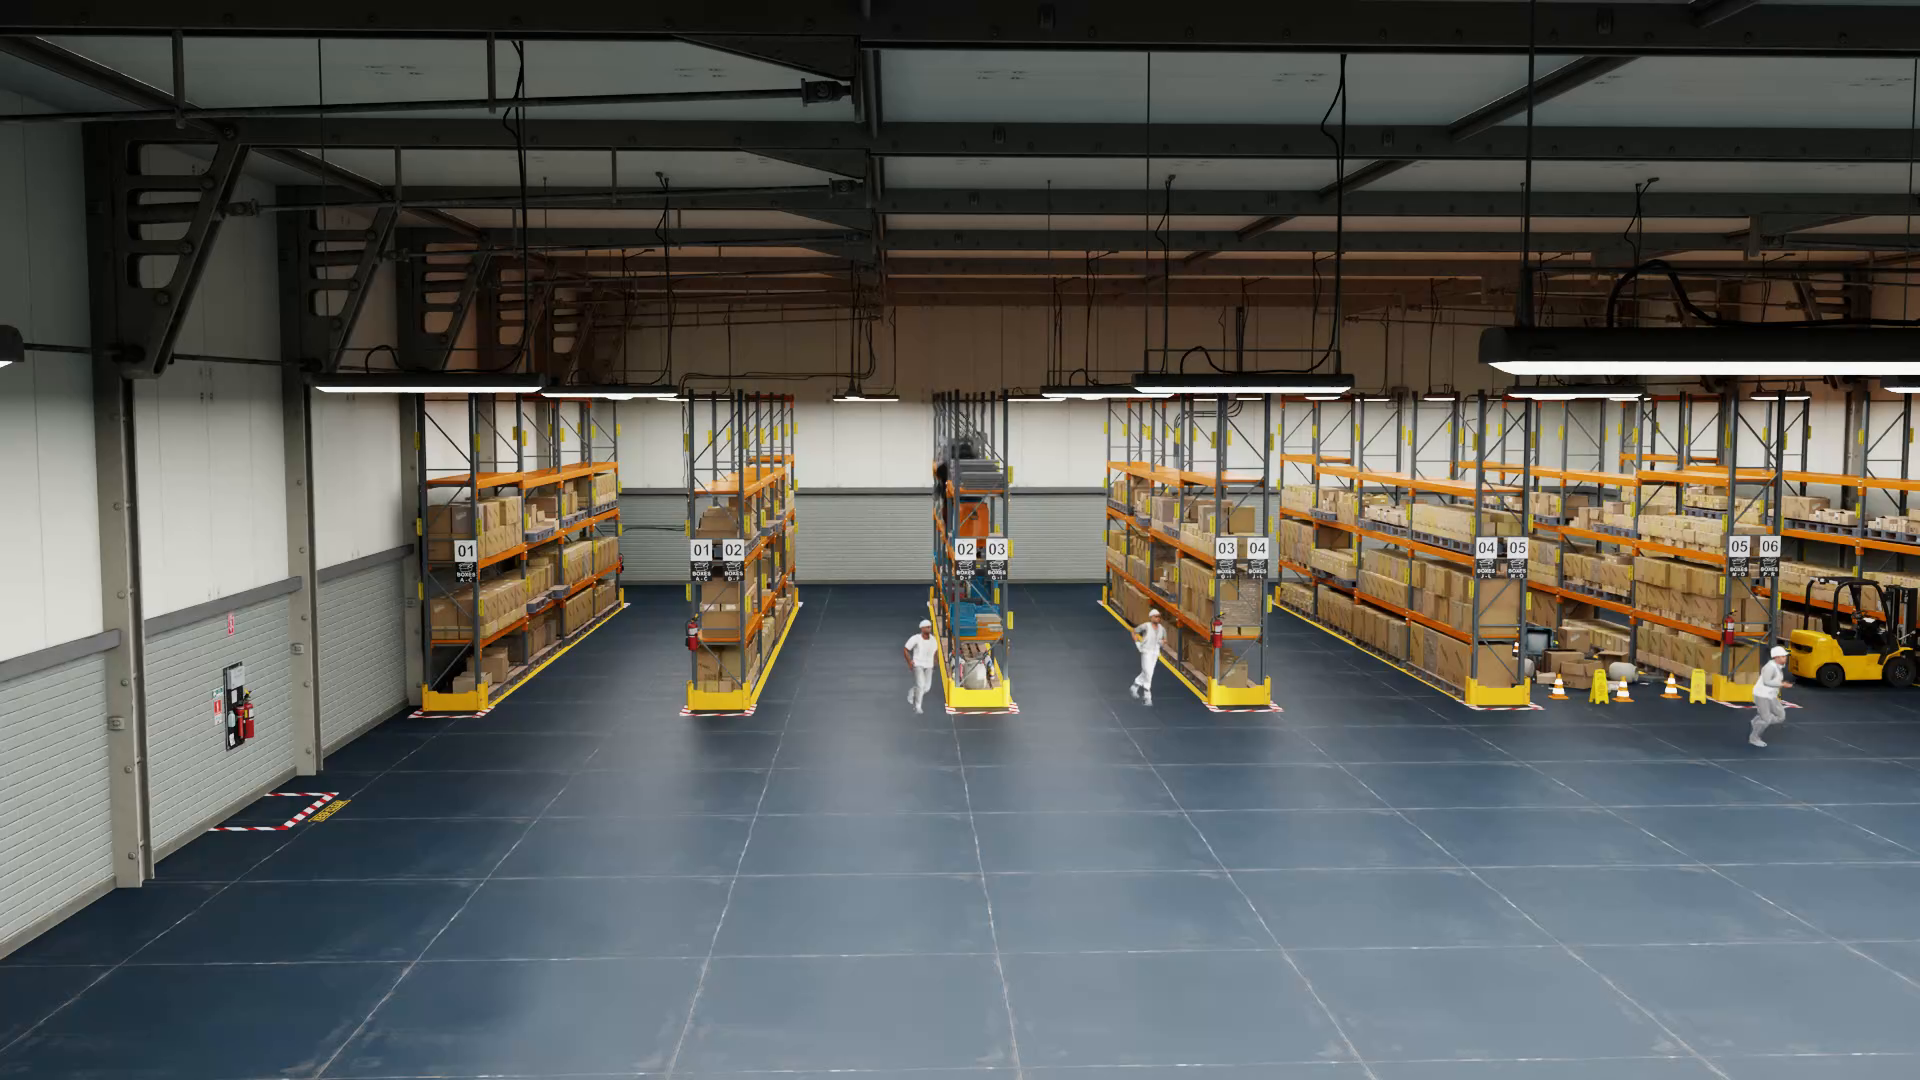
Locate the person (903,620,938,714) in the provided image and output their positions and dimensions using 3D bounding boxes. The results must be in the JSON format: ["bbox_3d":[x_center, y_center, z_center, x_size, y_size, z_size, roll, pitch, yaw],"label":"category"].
[{"bbox_3d":[-0.713,2.347,31.012,0.741,1.700,0.696,-3,6,-33],"label":"person"}]

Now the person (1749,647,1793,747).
[{"bbox_3d":[13.543,2.615,27.746,0.639,1.713,0.690,-4,6,-43],"label":"person"}]

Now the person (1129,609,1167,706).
[{"bbox_3d":[3.657,2.241,32.052,0.662,1.835,0.805,-3,5,-31],"label":"person"}]

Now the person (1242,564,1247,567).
[{"bbox_3d":[8.060,0.938,47.449,0.653,1.817,0.817,2,5,22],"label":"person"}]
